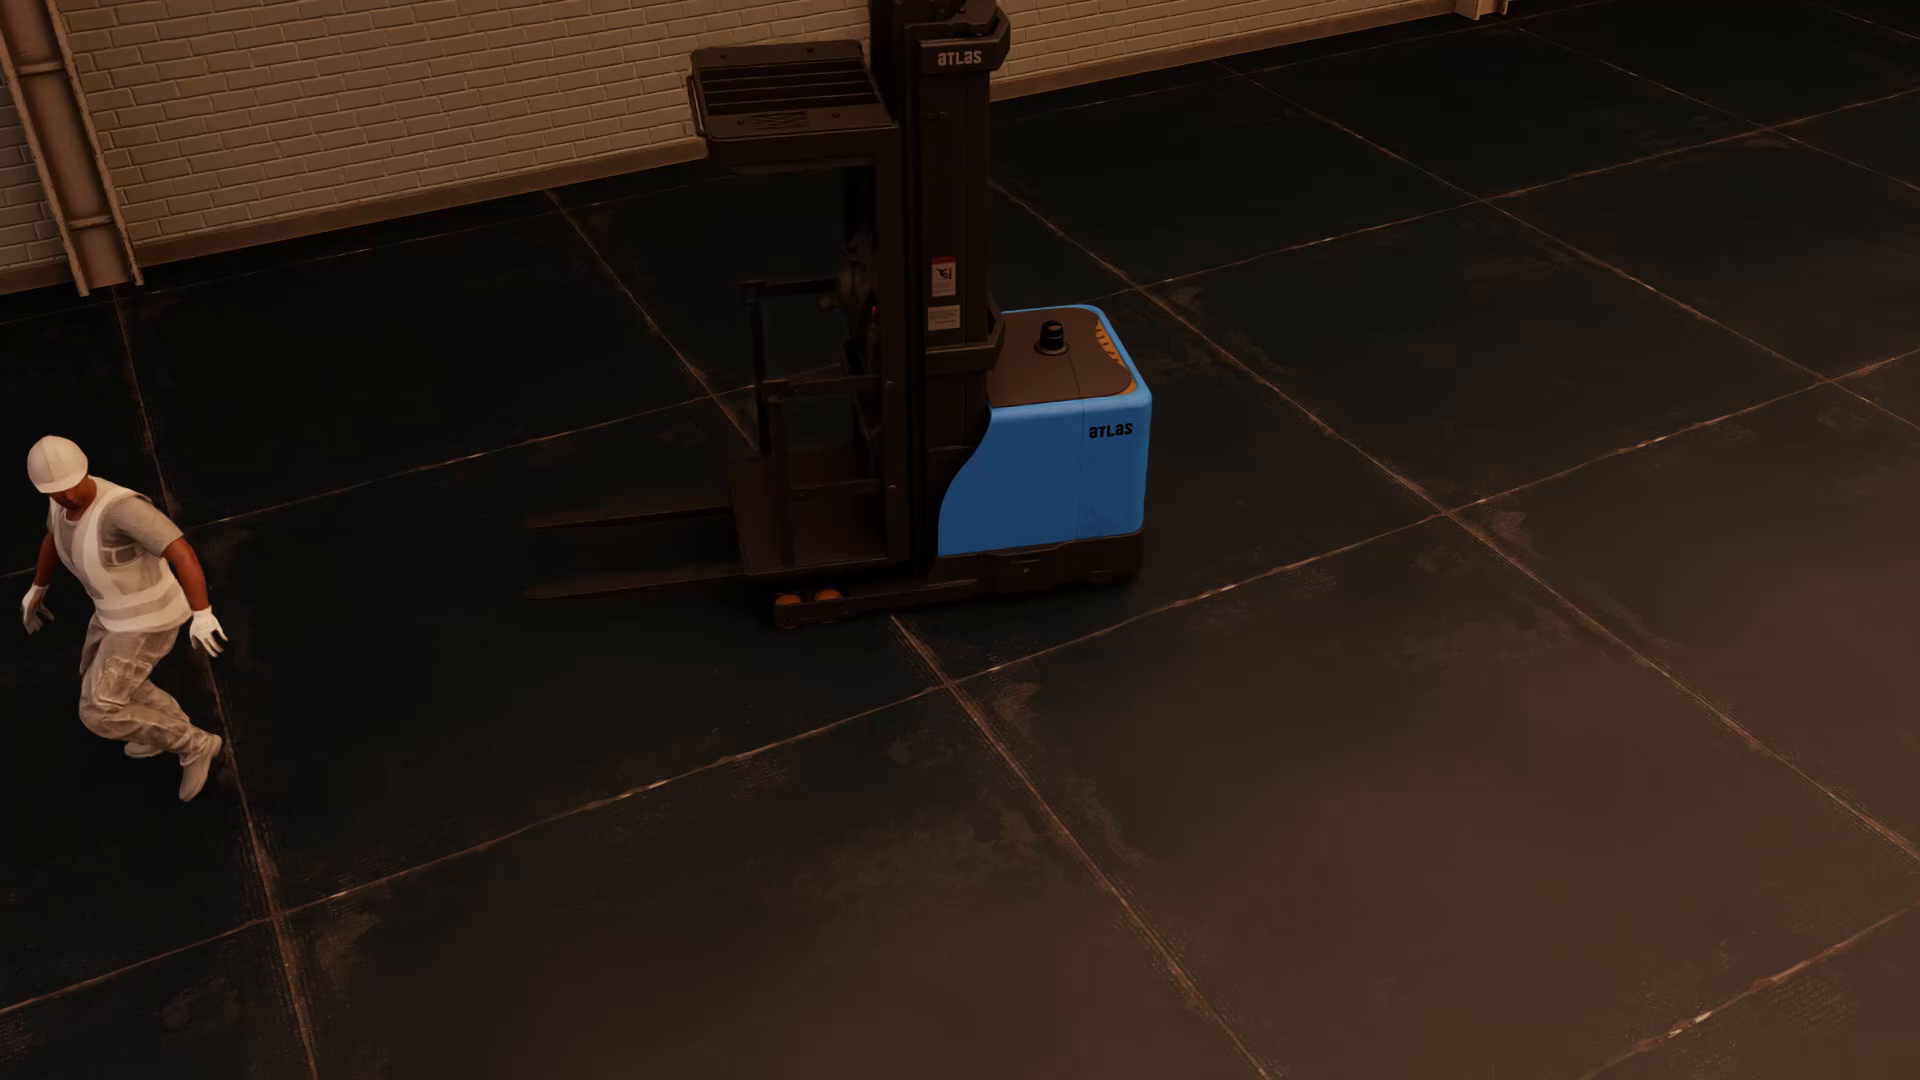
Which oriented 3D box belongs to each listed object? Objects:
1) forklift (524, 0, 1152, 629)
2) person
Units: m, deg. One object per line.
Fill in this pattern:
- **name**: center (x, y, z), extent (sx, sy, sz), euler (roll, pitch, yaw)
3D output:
- **forklift**: center (-0.652, -1.100, 7.680), extent (3.031, 2.935, 1.130), euler (-7, 36, -9)
- **person**: center (-3.429, 0.316, 6.776), extent (0.625, 1.676, 0.849), euler (-25, 42, -30)
